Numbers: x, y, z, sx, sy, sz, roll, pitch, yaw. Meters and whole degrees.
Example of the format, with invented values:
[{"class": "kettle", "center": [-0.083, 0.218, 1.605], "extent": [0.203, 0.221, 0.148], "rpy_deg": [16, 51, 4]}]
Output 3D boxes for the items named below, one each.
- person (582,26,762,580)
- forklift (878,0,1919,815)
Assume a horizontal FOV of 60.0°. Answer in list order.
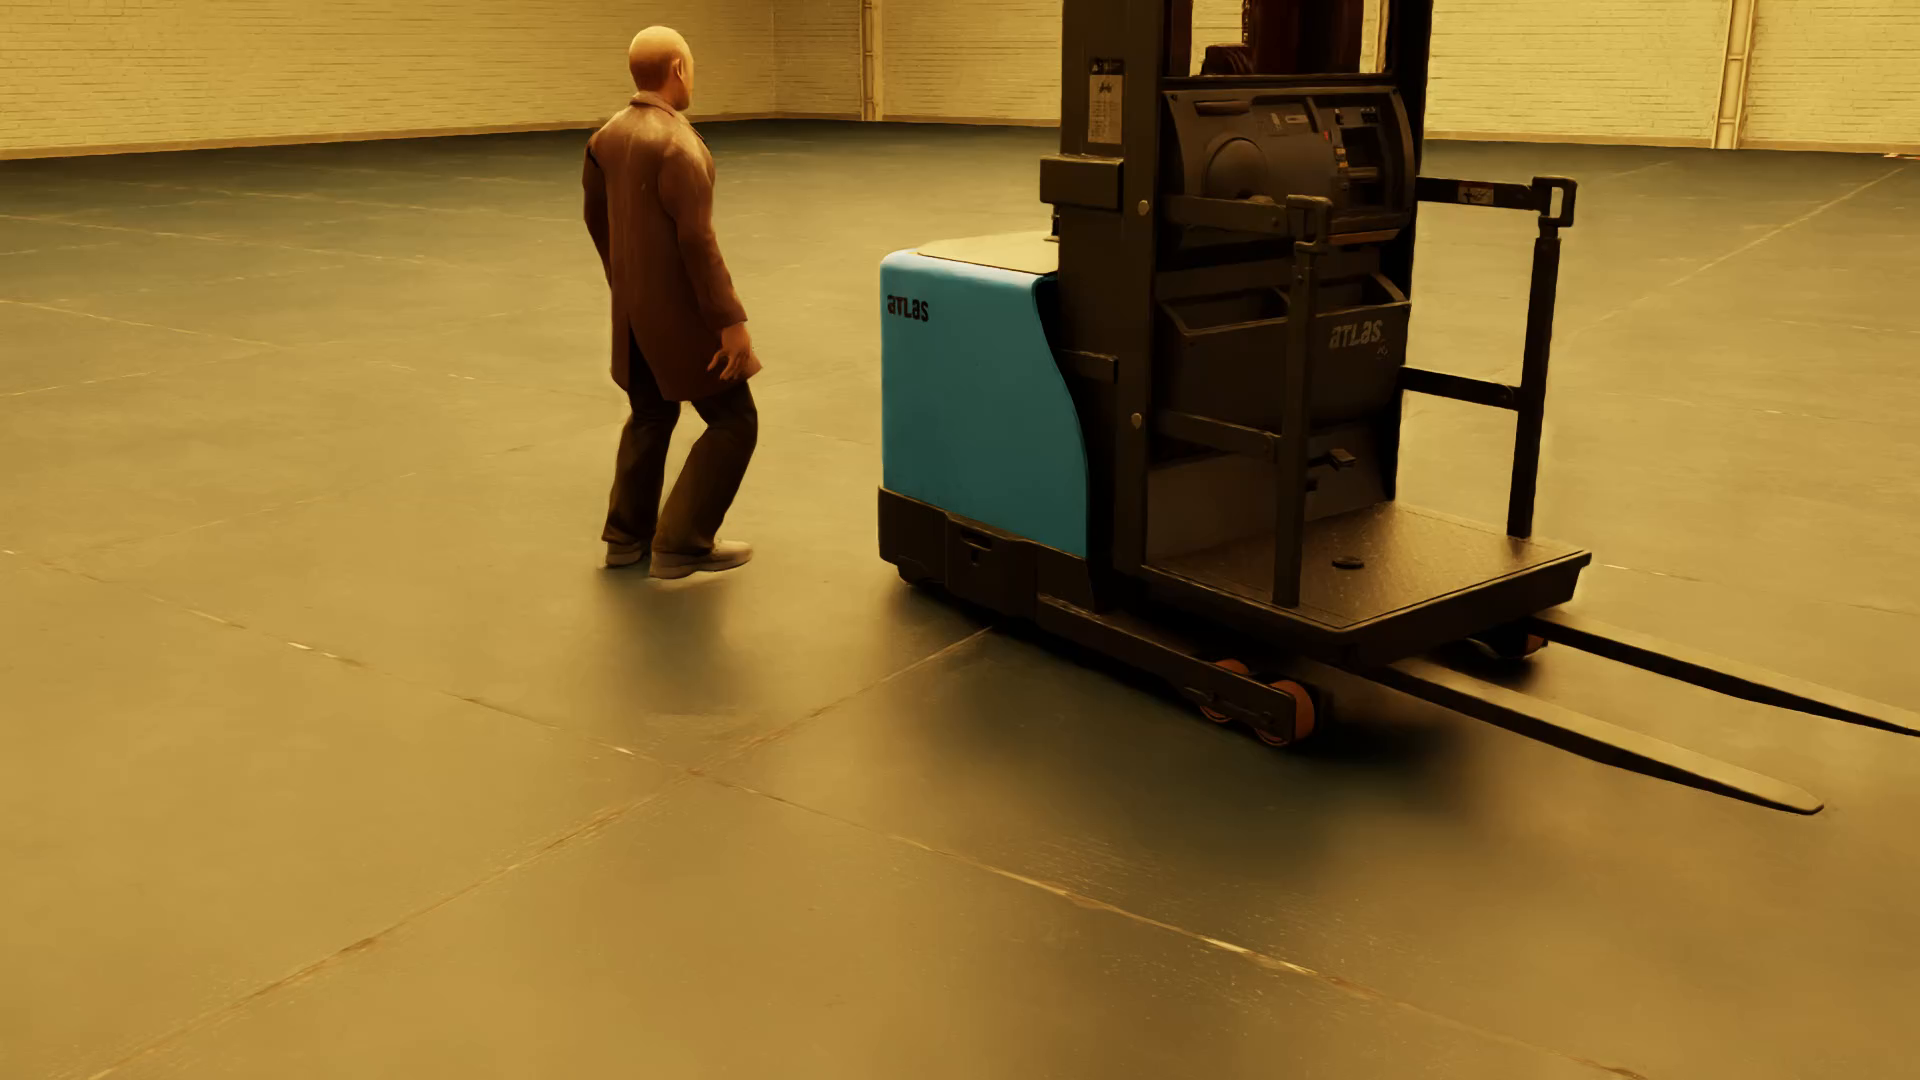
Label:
[{"class": "person", "center": [-0.906, -0.734, 5.342], "extent": [0.426, 1.750, 0.826], "rpy_deg": [-14, 22, -39]}, {"class": "forklift", "center": [1.035, -1.042, 4.318], "extent": [1.130, 2.935, 3.031], "rpy_deg": [-13, 21, -36]}]
